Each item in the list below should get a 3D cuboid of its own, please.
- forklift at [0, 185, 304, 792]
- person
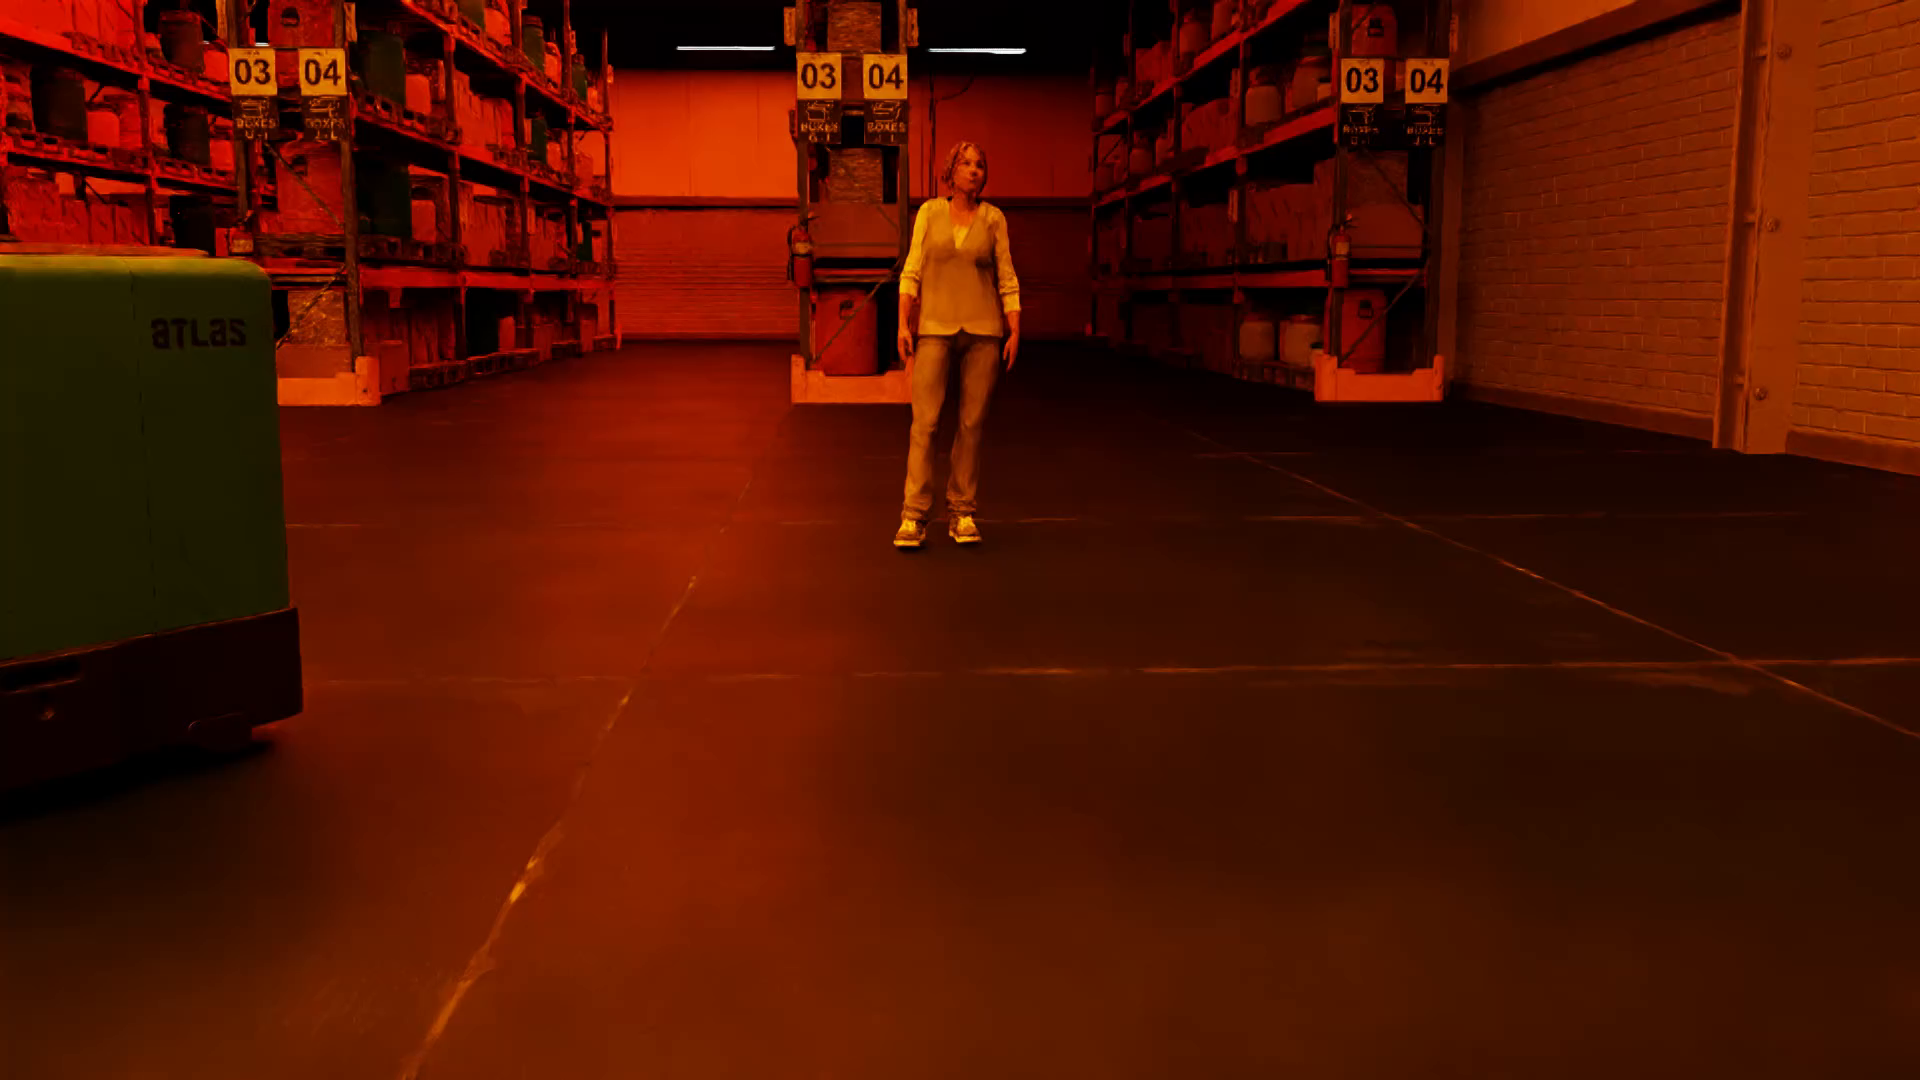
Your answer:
[{"bbox_3d":[-2.704,-0.853,2.576,1.130,2.935,3.031,5,10,33],"label":"forklift"},{"bbox_3d":[-0.009,-0.786,6.618,0.521,1.597,0.474,-1,8,-4],"label":"person"}]
